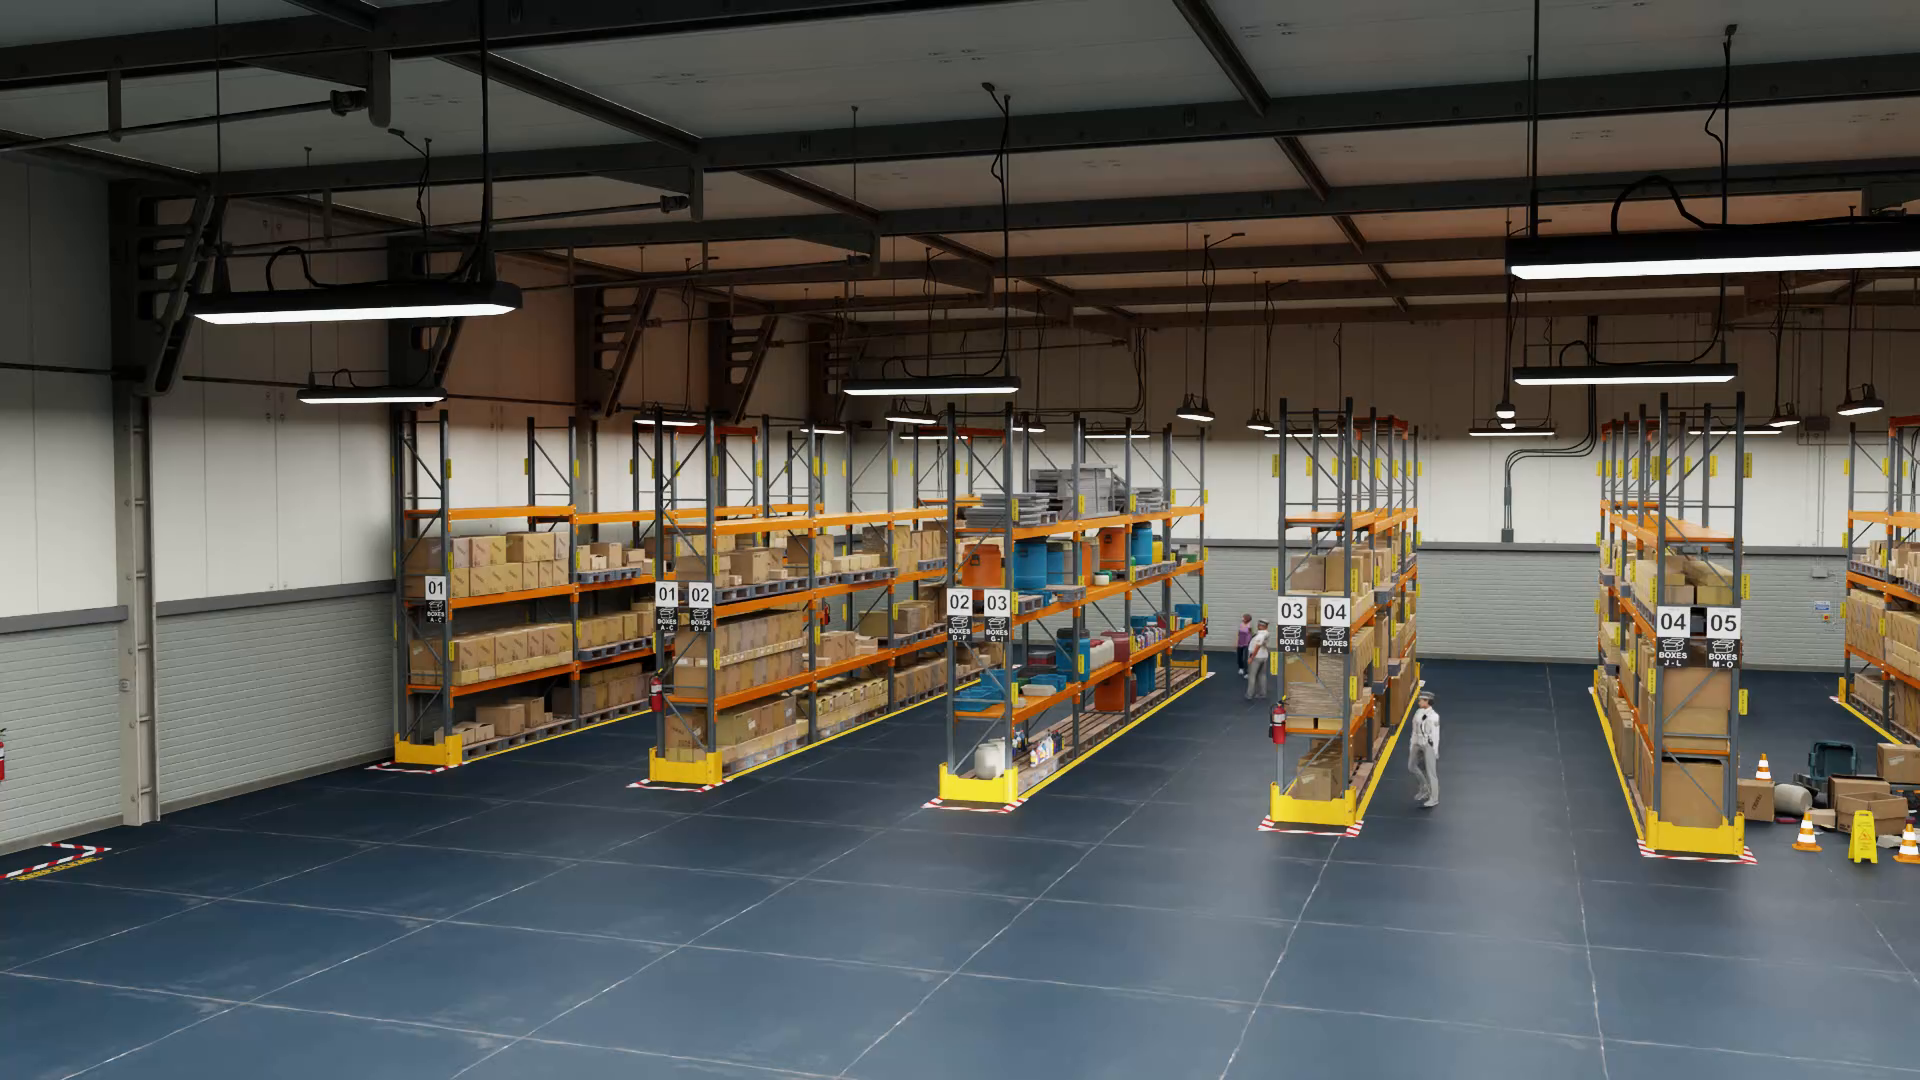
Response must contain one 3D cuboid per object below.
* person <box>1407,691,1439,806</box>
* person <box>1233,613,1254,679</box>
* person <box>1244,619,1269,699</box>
[{"bbox_3d":[6.943,3.089,24.794,0.408,1.686,0.553,-1,3,-23],"label":"person"},{"bbox_3d":[6.796,2.518,39.719,0.509,1.542,0.874,1,3,14],"label":"person"},{"bbox_3d":[6.439,2.580,36.096,0.510,1.754,0.623,2,3,43],"label":"person"}]
